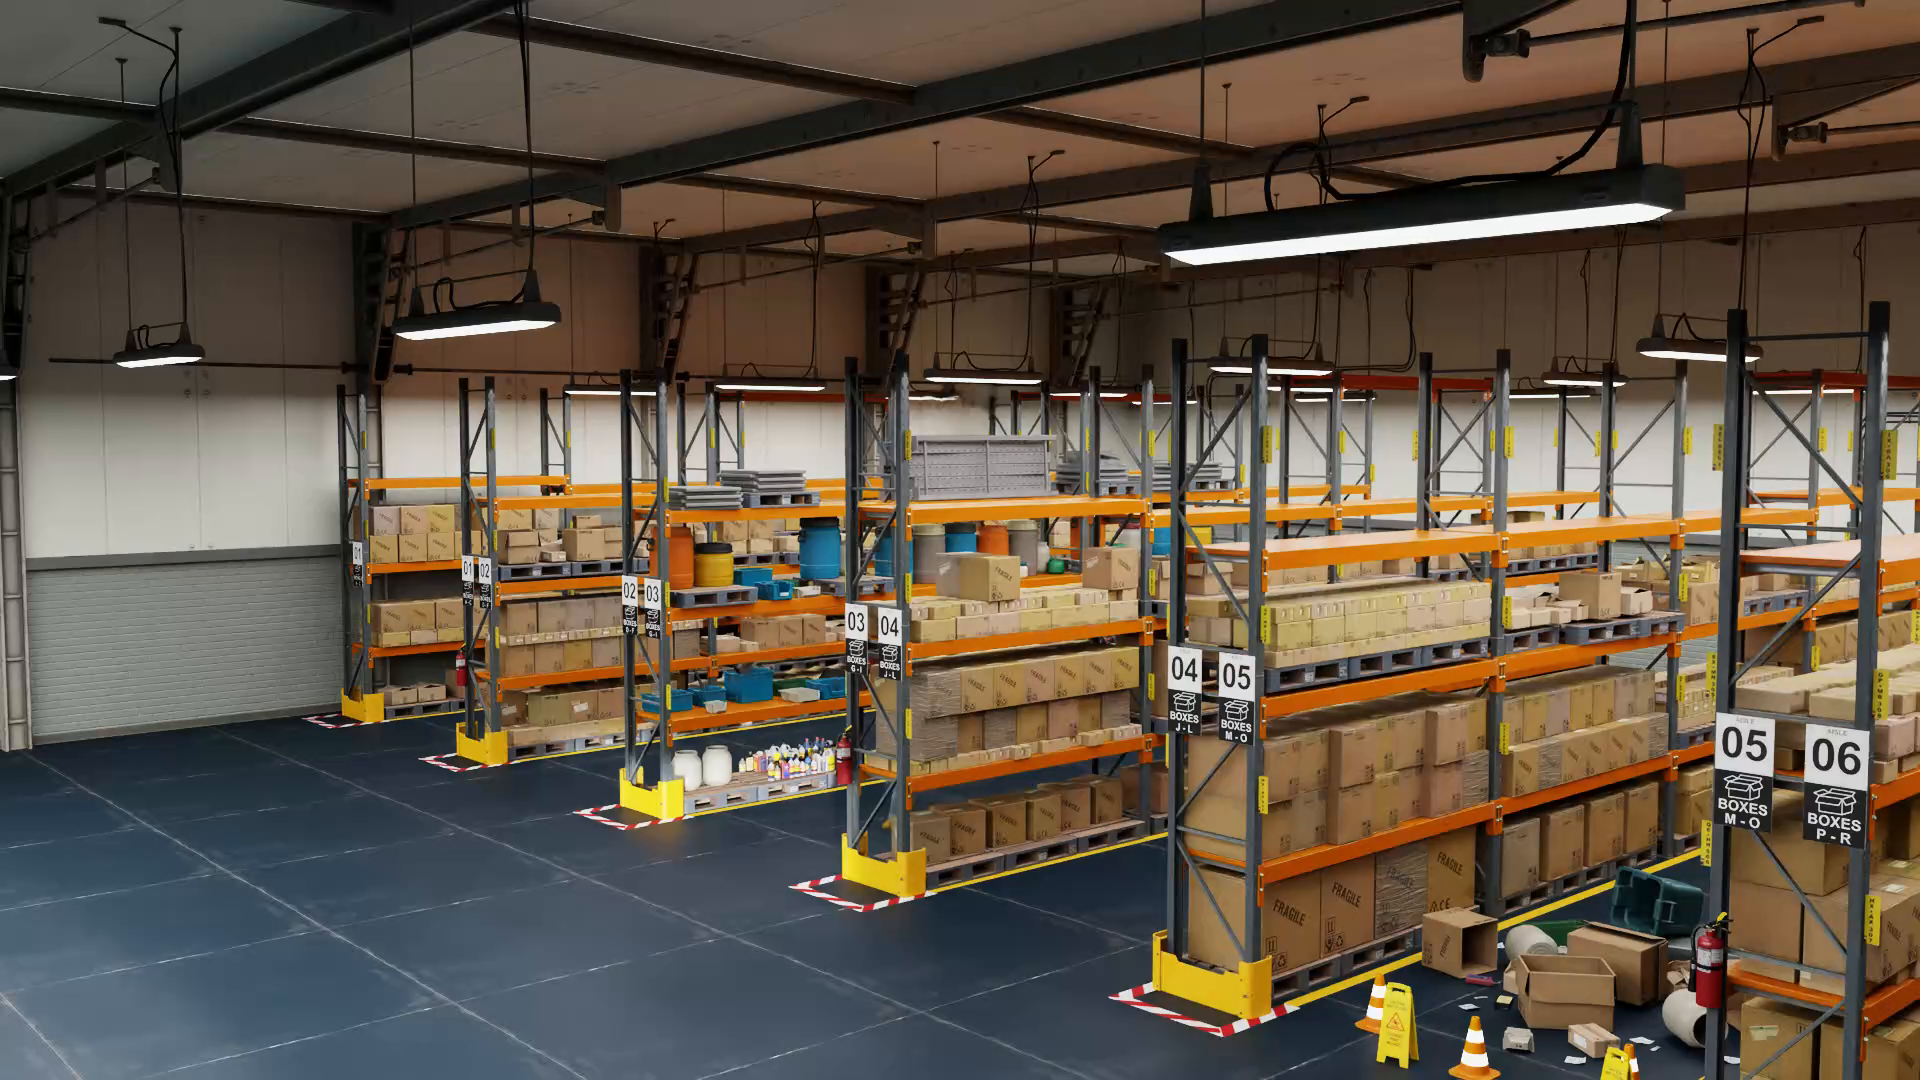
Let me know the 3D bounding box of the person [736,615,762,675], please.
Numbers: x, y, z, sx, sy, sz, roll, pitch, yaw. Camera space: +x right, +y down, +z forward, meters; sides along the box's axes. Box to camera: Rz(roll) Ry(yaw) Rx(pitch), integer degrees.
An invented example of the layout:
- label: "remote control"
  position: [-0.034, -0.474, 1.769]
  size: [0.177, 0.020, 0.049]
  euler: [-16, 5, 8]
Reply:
- label: "person"
  position: [-4.040, 2.252, 32.700]
  size: [0.691, 1.543, 0.721]
  euler: [3, 5, 40]
